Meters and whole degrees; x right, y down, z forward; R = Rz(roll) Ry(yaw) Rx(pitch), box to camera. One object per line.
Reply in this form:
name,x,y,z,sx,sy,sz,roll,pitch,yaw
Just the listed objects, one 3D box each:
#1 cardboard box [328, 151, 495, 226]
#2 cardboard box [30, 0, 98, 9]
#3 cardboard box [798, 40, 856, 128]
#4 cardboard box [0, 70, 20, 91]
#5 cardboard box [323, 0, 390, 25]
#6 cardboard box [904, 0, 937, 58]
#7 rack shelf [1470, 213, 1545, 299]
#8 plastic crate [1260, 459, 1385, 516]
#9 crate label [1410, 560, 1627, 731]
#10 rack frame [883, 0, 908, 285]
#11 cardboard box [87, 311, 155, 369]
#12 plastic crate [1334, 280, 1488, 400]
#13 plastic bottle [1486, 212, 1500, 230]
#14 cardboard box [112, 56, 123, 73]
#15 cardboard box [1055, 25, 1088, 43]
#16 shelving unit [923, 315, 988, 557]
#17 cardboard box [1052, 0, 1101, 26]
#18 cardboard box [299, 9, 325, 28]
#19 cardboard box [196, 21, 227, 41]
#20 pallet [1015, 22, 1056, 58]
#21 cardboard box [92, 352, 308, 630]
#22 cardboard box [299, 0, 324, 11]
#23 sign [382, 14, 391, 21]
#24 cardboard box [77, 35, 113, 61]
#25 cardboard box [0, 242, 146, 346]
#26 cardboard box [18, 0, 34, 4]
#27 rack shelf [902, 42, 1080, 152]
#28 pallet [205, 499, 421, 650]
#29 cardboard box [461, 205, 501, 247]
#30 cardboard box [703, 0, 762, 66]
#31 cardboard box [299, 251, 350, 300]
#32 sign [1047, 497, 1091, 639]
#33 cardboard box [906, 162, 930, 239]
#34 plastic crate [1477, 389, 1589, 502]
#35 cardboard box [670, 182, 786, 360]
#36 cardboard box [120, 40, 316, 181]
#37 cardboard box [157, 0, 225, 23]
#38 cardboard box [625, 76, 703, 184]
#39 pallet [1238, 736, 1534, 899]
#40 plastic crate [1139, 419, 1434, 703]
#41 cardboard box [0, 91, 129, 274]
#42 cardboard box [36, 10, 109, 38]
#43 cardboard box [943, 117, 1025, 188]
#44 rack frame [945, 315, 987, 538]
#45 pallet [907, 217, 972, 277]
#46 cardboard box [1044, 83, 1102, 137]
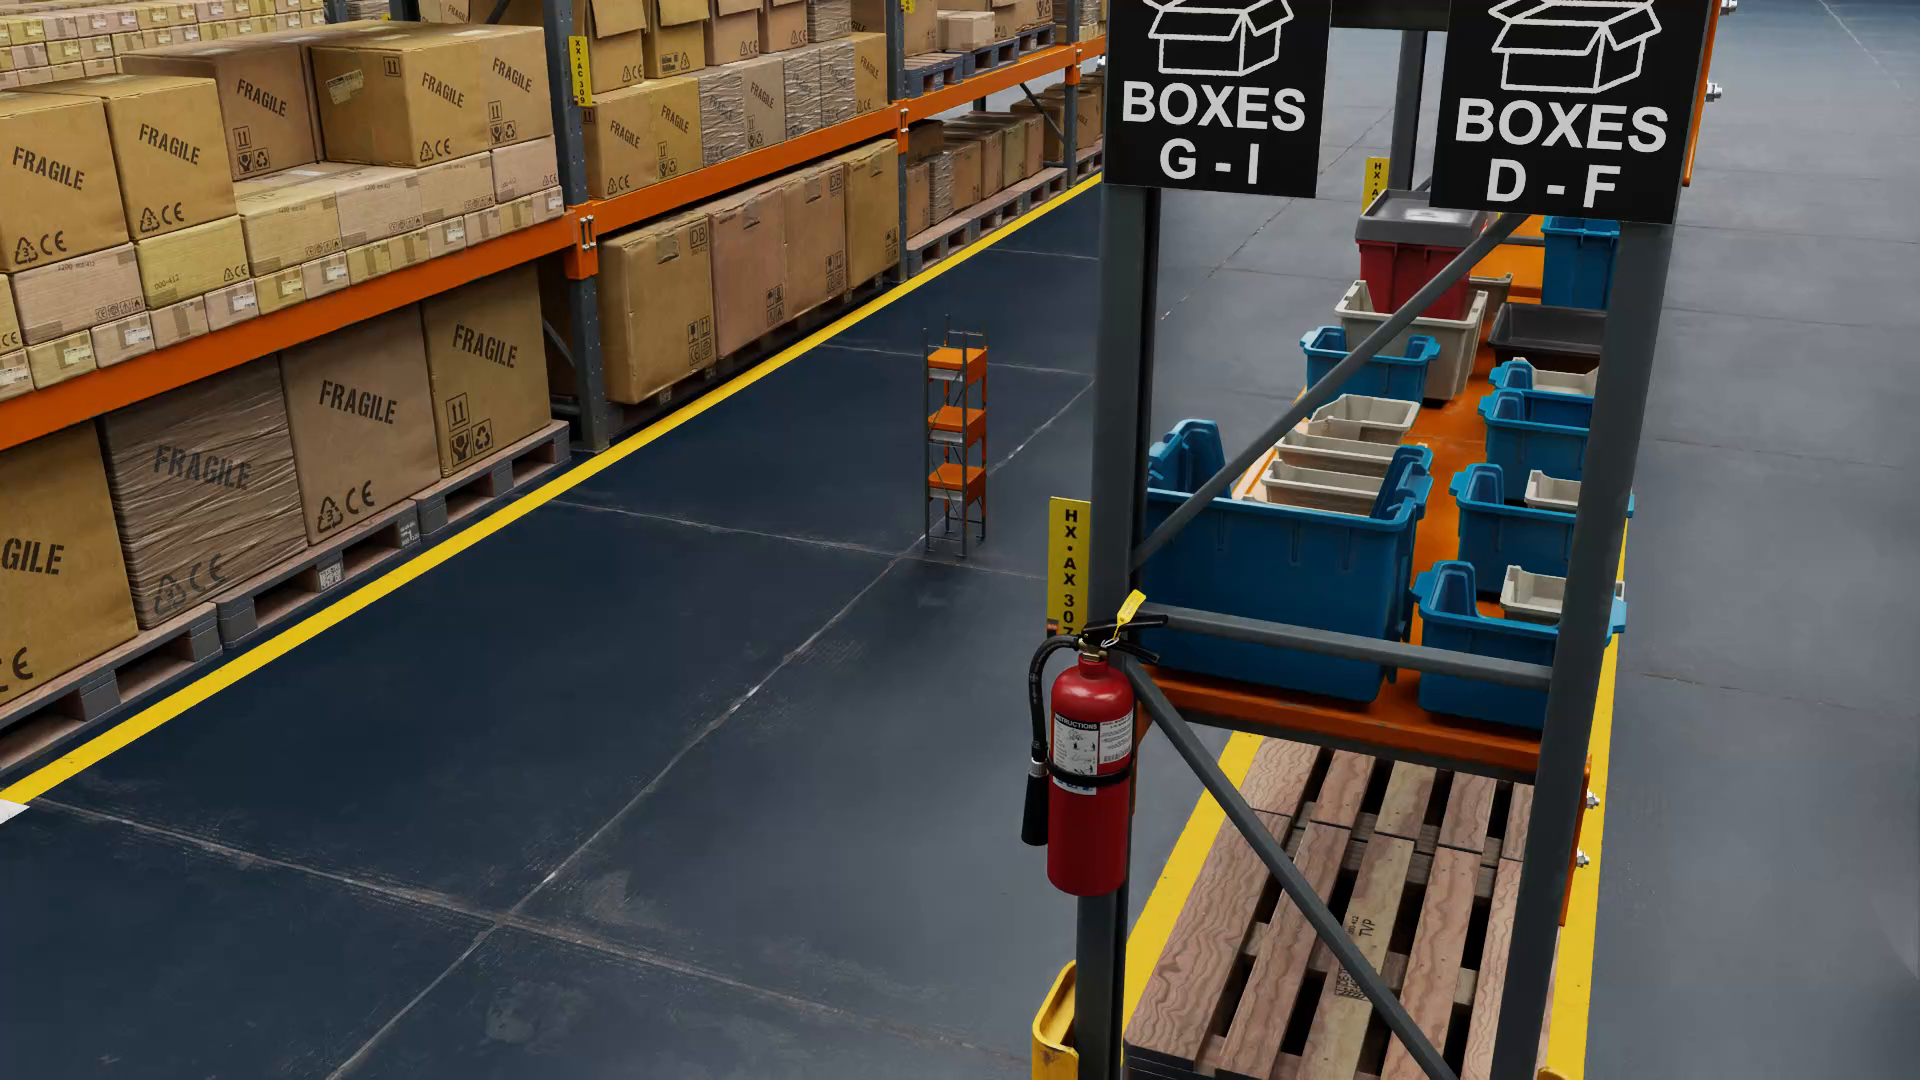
cardboard box,-2.474,-1.611,7.524,0.500,0.250,0.500,10,24,22
cardboard box,-6.380,-3.757,11.862,0.380,0.149,0.250,8,24,19
cardboard box,-1.021,-3.012,10.939,0.500,0.500,0.500,9,24,20
cardboard box,-6.260,-2.923,10.638,0.380,0.149,0.250,9,24,21
cardboard box,-5.028,-4.270,13.951,0.500,0.500,0.500,9,24,21
cardboard box,-0.600,-4.008,12.780,0.700,0.500,0.500,13,26,28
rack shelf,2.978,-1.599,8.619,1.077,0.370,4.000,9,24,20
plastic crate,1.005,-0.109,4.383,0.396,0.136,0.243,9,24,20
crate label,1.147,0.225,3.459,0.416,0.233,0.303,9,24,20
rack frame,-0.878,-3.355,11.891,1.000,3.000,0.127,9,24,20
cardboard box,-3.126,-0.734,5.941,0.380,0.149,0.250,8,24,19
plastic crate,1.497,-0.668,5.533,0.437,0.282,0.530,9,24,20
plastic bottle,2.407,-1.547,7.627,0.144,0.351,0.185,9,24,20
cardboard box,-5.878,-3.291,11.519,0.380,0.149,0.250,8,24,19
cardboard box,0.967,-4.705,15.448,0.380,0.149,0.250,9,24,20
shelving unit,-0.020,-0.465,7.502,0.215,1.050,0.252,9,24,20
cardboard box,0.833,-5.122,15.606,0.875,0.500,0.500,9,24,20
cardboard box,-5.206,-4.075,13.009,0.380,0.149,0.250,9,24,21
cardboard box,-5.587,-3.706,12.127,0.380,0.149,0.250,9,24,20
pallet,0.189,-4.446,14.750,1.003,0.211,1.213,9,24,20
cardboard box,-3.348,-0.272,6.722,0.875,0.875,0.875,9,24,20
cardboard box,-5.202,-4.213,12.954,0.380,0.149,0.250,8,24,18
sign,-2.871,-2.496,8.434,0.100,0.325,0.005,9,24,20
cardboard box,-5.974,-3.336,11.240,0.380,0.149,0.250,10,25,22
cardboard box,-3.233,-0.881,5.775,0.500,0.250,0.500,8,24,19
cardboard box,-9.366,-5.322,16.381,0.380,0.149,0.250,10,25,23
rack shelf,-0.135,-3.739,13.743,1.077,0.370,4.000,9,24,20
pallet,-3.170,0.062,7.329,1.003,0.211,1.213,9,24,20
cardboard box,-2.363,-1.468,7.699,0.380,0.149,0.250,8,24,19
cardboard box,-1.652,-3.131,9.924,0.797,0.503,0.637,10,25,22
cardboard box,-2.745,-1.101,6.821,0.380,0.149,0.250,9,24,21
sign,0.233,0.068,3.483,0.100,0.325,0.005,9,24,20
cardboard box,-0.647,-2.648,12.869,0.700,0.500,0.500,7,24,17
plastic crate,1.636,-0.246,4.587,0.416,0.233,0.300,9,24,20
cardboard box,-1.813,-1.689,10.114,1.225,0.875,0.875,8,24,18
cardboard box,-3.158,-1.841,7.102,0.500,0.500,0.500,8,24,18
cardboard box,-5.585,-3.848,12.080,0.380,0.149,0.250,9,24,20
cardboard box,-1.775,-2.279,9.185,0.500,0.500,0.500,9,24,20
pallet,1.546,0.779,5.612,1.003,0.211,1.213,9,24,20
plastic crate,0.700,0.026,3.673,0.616,0.435,0.499,9,24,20
cardboard box,-3.235,-1.219,5.612,0.500,0.500,0.500,8,24,19
cardboard box,-5.973,-3.470,11.176,0.380,0.149,0.250,9,24,20
cardboard box,0.165,-3.452,14.794,0.700,0.500,0.500,9,24,20
rack frame,0.025,-0.509,7.606,0.200,1.050,0.008,9,24,20
pallet,-0.586,-2.348,13.098,1.003,0.211,1.213,9,24,20
cardboard box,1.157,-4.404,17.100,0.500,0.500,0.500,7,24,15
